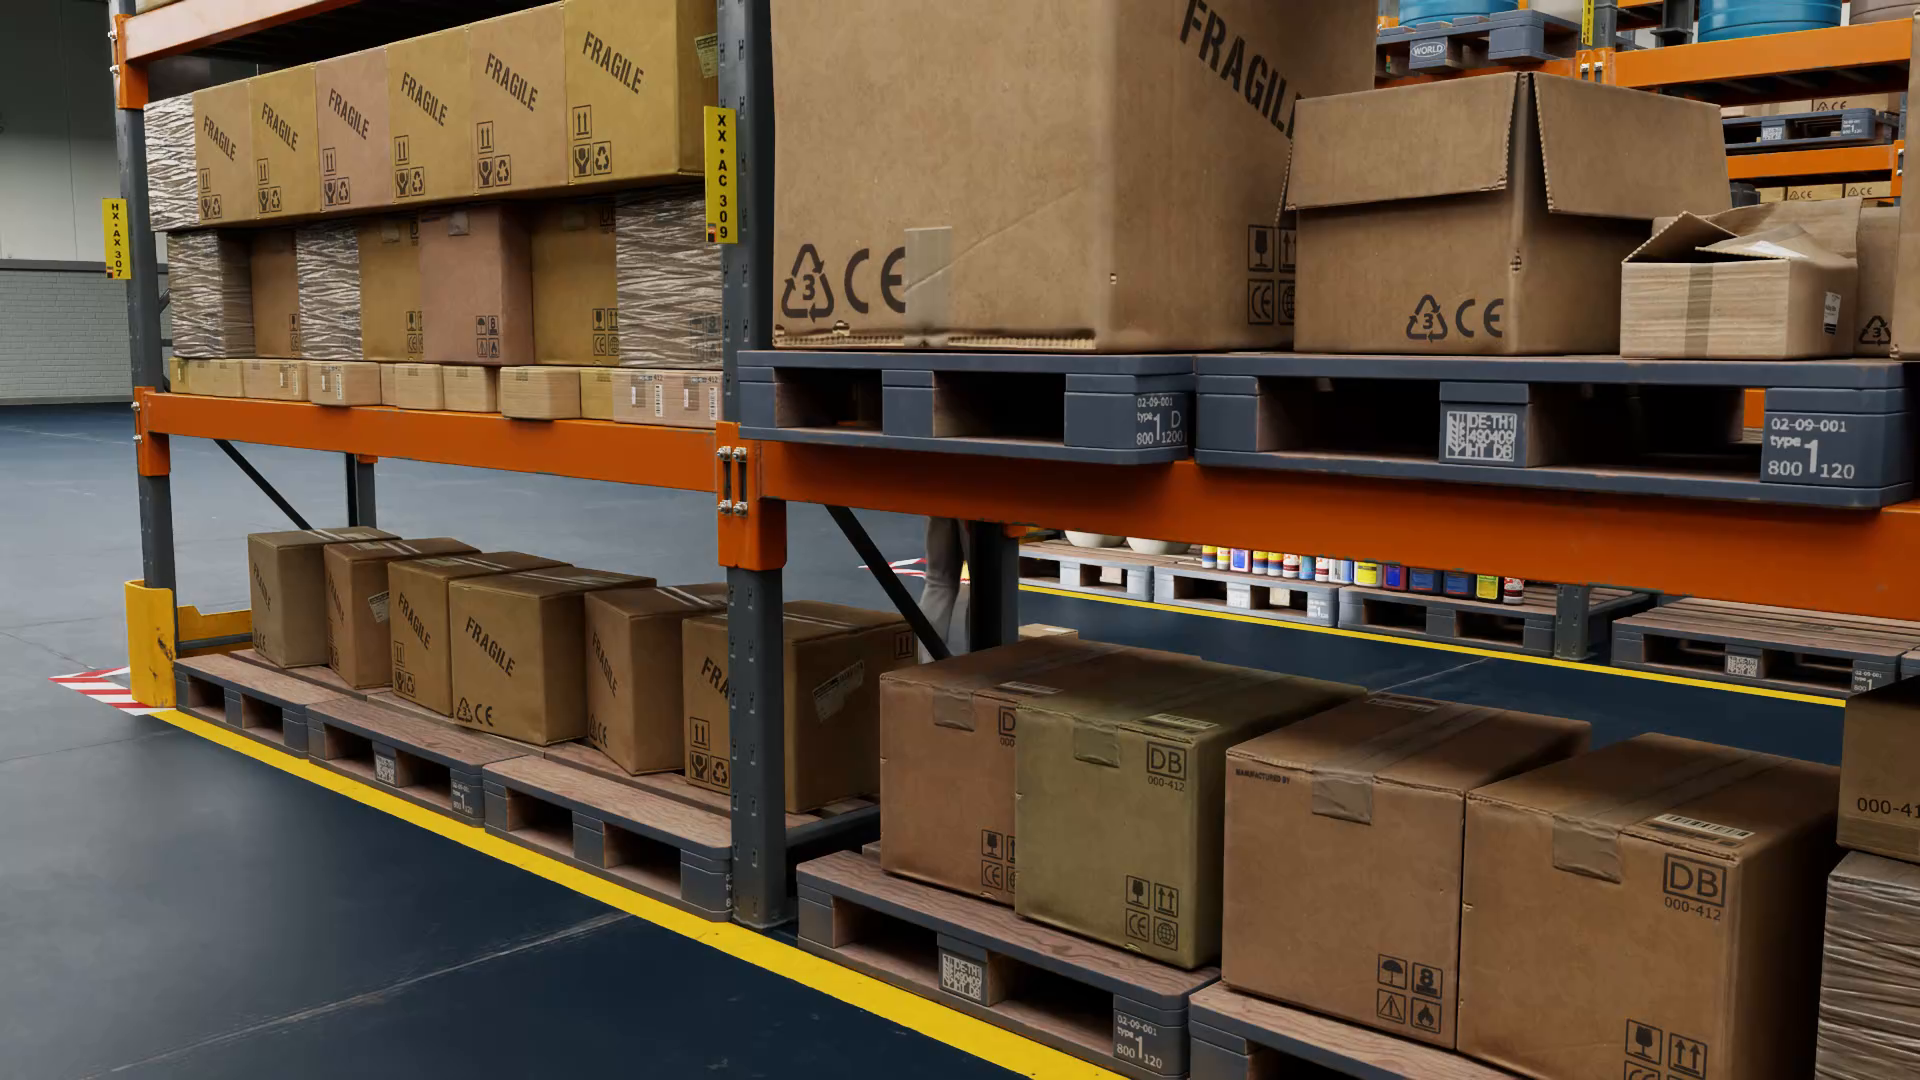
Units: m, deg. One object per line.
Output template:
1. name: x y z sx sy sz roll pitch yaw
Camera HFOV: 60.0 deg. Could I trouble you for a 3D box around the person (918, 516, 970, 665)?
1. person: 0.025 -0.117 6.918 0.440 1.686 0.467 7 10 44
